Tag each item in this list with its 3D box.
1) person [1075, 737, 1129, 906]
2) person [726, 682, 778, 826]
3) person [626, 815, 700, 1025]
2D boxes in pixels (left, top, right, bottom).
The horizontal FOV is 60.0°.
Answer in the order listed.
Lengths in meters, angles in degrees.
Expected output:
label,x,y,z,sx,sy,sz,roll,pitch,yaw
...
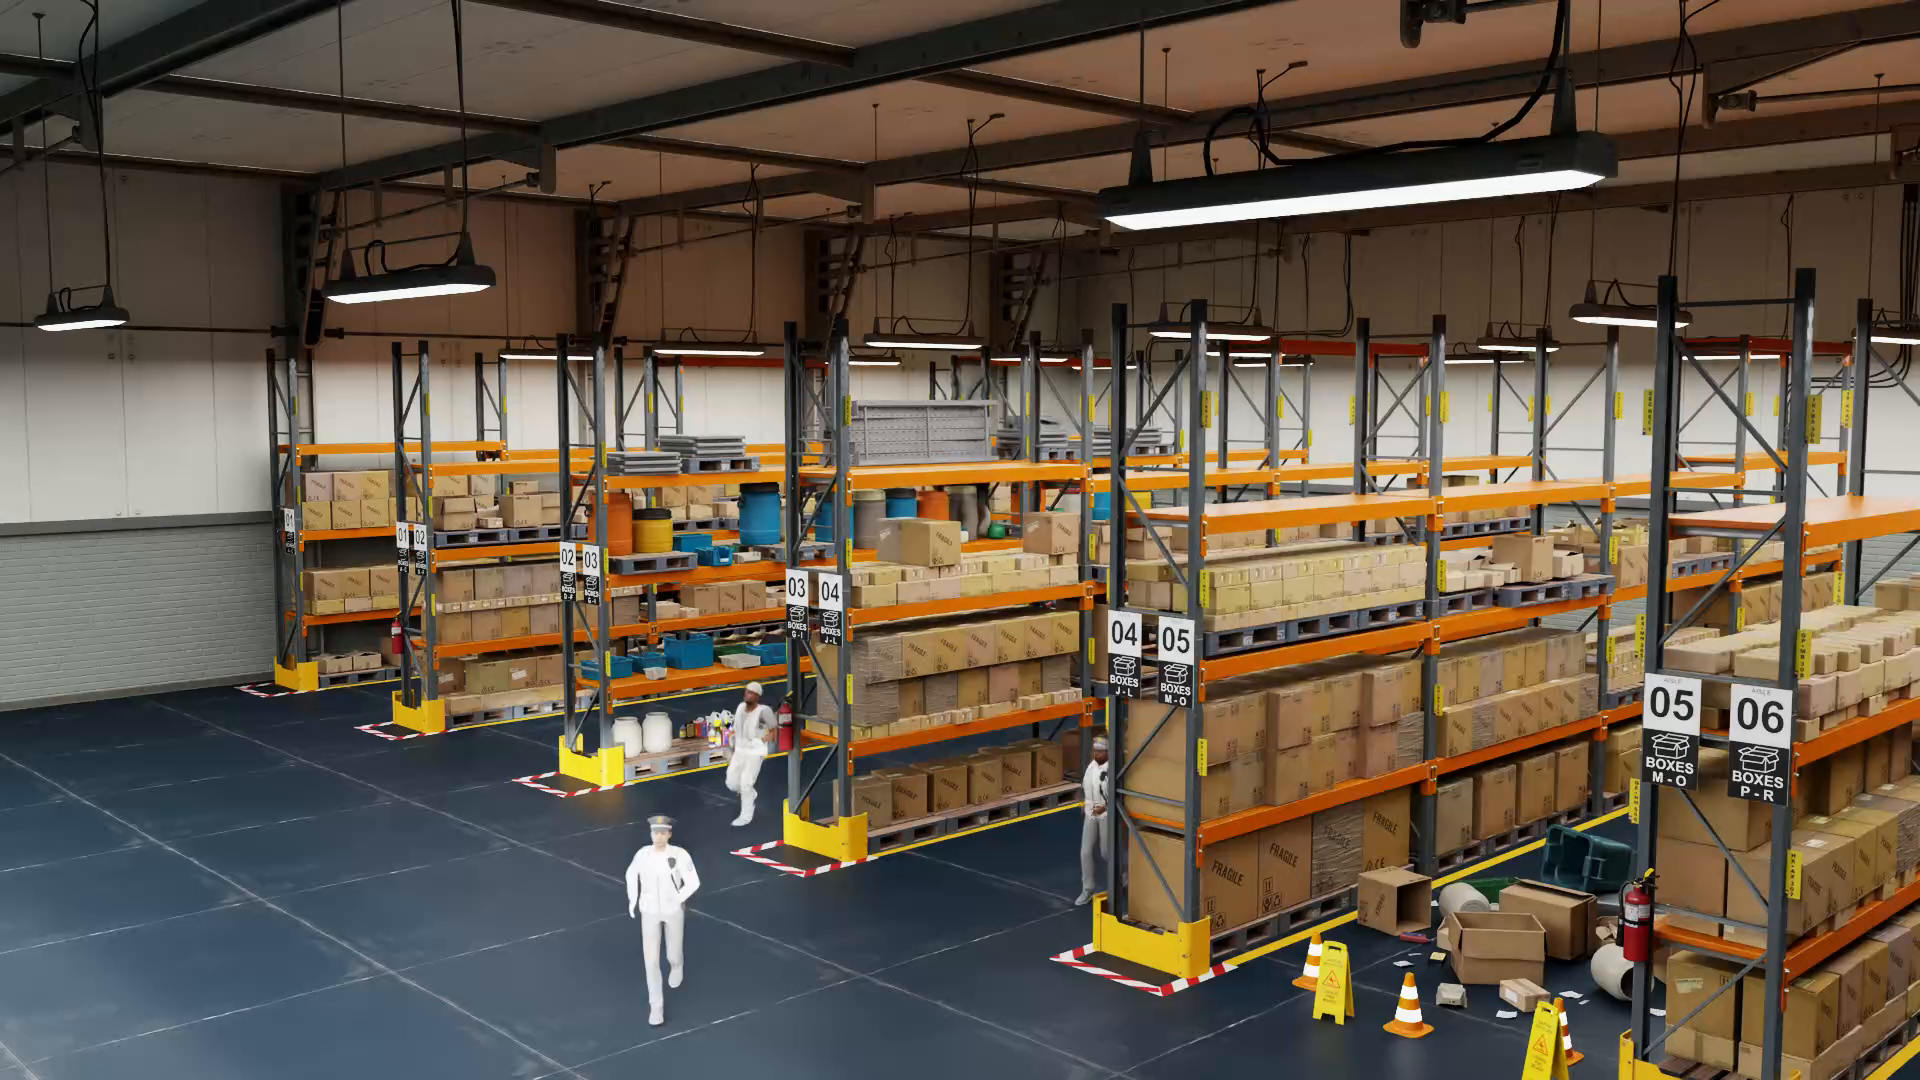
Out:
label,x,y,z,sx,sy,sz,roll,pitch,yaw
person,1.482,2.848,17.103,0.596,1.705,0.838,4,7,42
person,-2.516,2.575,20.078,0.724,1.733,0.538,3,6,35
person,-2.501,3.112,13.947,0.643,1.669,0.845,0,5,-2
